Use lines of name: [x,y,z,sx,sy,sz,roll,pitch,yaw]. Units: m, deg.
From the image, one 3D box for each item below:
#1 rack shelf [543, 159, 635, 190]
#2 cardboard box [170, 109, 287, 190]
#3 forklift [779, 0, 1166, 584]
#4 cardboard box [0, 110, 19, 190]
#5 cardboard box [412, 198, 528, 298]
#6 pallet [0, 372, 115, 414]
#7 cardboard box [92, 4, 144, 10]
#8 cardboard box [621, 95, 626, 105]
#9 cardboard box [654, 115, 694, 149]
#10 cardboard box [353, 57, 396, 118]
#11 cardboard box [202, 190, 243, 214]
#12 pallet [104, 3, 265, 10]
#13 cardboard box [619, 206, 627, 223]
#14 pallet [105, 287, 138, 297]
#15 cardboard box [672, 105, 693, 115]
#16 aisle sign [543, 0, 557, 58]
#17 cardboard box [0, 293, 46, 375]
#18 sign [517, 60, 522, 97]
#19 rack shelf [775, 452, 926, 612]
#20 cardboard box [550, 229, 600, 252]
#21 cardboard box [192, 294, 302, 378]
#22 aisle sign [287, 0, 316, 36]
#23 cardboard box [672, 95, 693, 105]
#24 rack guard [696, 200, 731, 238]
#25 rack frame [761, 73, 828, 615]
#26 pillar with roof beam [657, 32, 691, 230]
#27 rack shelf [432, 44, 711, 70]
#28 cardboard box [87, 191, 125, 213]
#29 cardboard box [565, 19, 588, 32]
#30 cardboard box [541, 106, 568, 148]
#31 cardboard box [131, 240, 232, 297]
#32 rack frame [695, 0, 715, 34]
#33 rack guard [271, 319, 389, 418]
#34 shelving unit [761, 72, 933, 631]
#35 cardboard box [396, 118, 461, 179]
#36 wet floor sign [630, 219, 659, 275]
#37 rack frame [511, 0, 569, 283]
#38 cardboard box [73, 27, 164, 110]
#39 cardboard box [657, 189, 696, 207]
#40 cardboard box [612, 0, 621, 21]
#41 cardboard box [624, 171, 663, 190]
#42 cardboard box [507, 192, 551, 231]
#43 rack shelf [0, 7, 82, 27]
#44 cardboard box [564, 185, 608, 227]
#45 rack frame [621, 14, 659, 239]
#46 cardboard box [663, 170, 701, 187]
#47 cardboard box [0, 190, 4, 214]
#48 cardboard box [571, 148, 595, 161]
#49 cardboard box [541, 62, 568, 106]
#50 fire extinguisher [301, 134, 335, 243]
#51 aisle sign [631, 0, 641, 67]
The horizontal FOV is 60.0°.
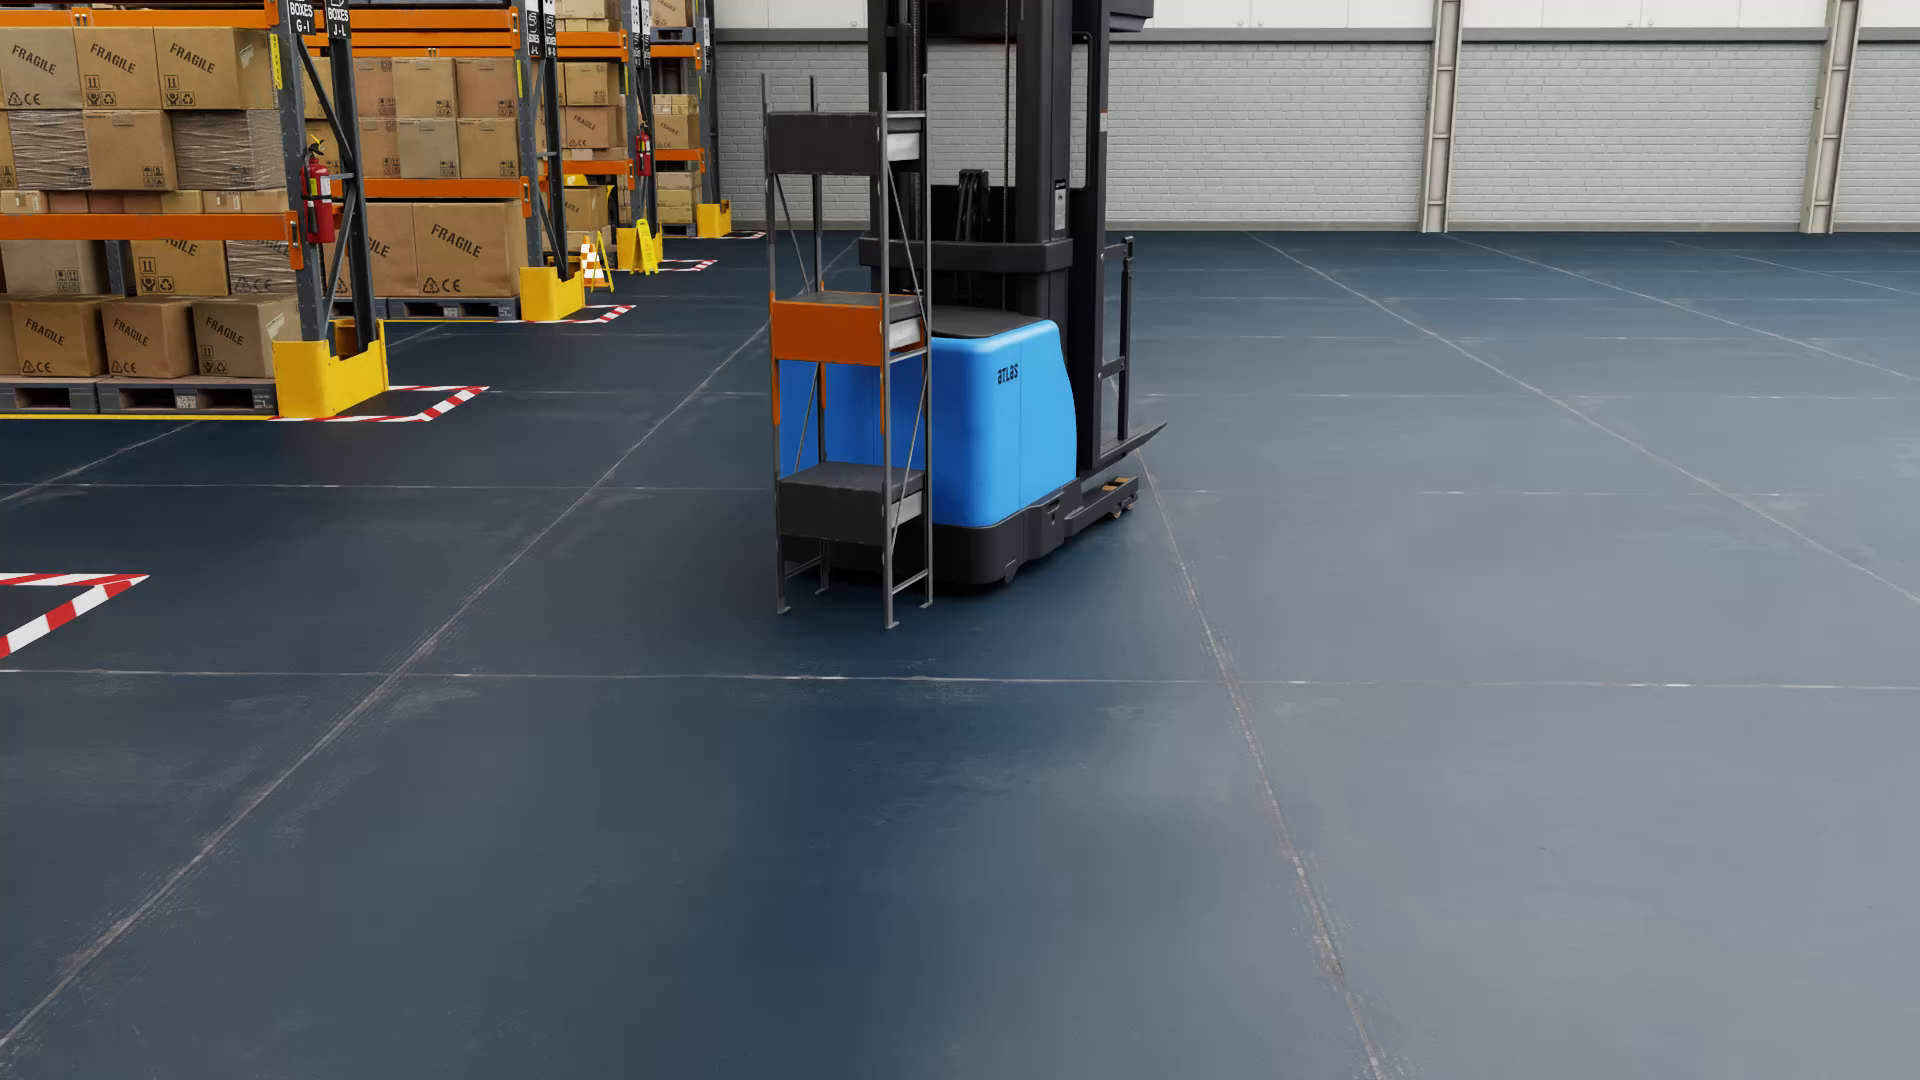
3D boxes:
rack shelf: [-5.949,-4.586,20.751,4.000,0.370,1.077,0,15,1]
cardboard box: [-4.752,-2.596,11.020,0.500,0.500,0.875,0,15,1]
forklift: [0.257,-1.563,8.019,1.130,2.935,3.031,7,16,23]
cardboard box: [-6.253,-2.589,10.994,0.500,0.500,0.875,0,15,1]
cardboard box: [-4.655,-2.821,15.993,0.875,0.875,0.875,0,15,2]
pallet: [-6.307,-1.068,11.475,1.213,0.211,1.003,0,15,1]
cardboard box: [-10.422,-6.470,20.401,0.637,0.503,0.797,0,15,1]
cardboard box: [-4.947,-6.650,25.114,0.250,0.149,0.380,0,15,2]
cardboard box: [-4.326,-6.171,25.153,0.500,0.500,0.500,0,15,0]
cardboard box: [-5.454,-4.283,15.782,0.550,0.550,0.875,0,15,1]
cardboard box: [-4.743,-2.223,10.877,0.250,0.149,0.380,0,15,1]
pallet: [-7.156,-5.083,15.519,1.213,0.211,1.003,0,15,1]
cardboard box: [-5.301,-4.993,25.453,0.500,0.250,0.500,1,15,2]
pallet: [-8.747,-2.321,16.223,1.213,0.211,1.003,0,15,1]
cardboard box: [-4.181,-6.479,25.050,0.250,0.149,0.380,1,15,2]
aisle sign: [-3.897,-4.990,15.779,0.004,0.787,0.394,0,15,1]
cardboard box: [-6.608,-1.415,11.400,0.500,0.500,0.500,-1,15,-4]
sign: [-4.003,-4.193,15.120,0.005,0.325,0.100,0,15,1]
rack shelf: [-0.425,-0.043,6.685,0.480,0.518,0.431,7,16,24]
cardboard box: [-4.789,-3.731,20.667,0.500,0.250,0.500,0,15,1]
cardboard box: [-4.827,-1.396,11.327,0.500,0.500,0.500,3,15,12]
aisle sign: [-4.149,-3.573,10.407,0.004,0.787,0.394,0,15,1]
cardboard box: [-4.190,-6.641,25.079,0.250,0.149,0.380,0,15,2]
rack guard: [-3.803,-4.977,25.726,0.348,0.500,1.175,0,15,1]
rack frame: [-0.647,-0.759,6.601,0.015,2.100,0.400,7,16,24]
pillar with roof beam: [-4.610,-8.223,21.369,0.400,9.000,9.100,0,15,1]
rack shelf: [-5.826,-7.302,25.166,4.000,0.370,1.077,0,15,1]
cardboard box: [-5.493,-2.229,10.901,0.250,0.149,0.380,0,15,1]
cardboard box: [-4.563,-6.173,19.972,0.250,0.149,0.380,0,15,2]
cardboard box: [-5.000,-5.050,20.323,0.500,0.500,0.500,0,15,2]
cardboard box: [-7.347,-2.837,16.055,0.875,0.875,0.875,1,15,2]
rack frame: [-3.827,-9.087,24.642,0.127,3.000,1.000,0,15,1]
rack guard: [-4.279,-1.185,11.351,0.348,0.500,1.175,0,15,1]
shelving unit: [-0.425,-0.733,6.503,0.503,2.100,0.431,7,16,24]
cardboard box: [-4.898,-3.719,15.761,0.550,0.550,0.875,0,15,1]
wet floor sign: [-3.787,-3.508,19.871,0.232,0.644,0.267,6,16,21]
rack frame: [-3.975,-3.657,15.822,0.127,3.000,1.000,0,15,1]
cardboard box: [-5.259,-3.011,10.634,0.500,0.500,0.500,0,15,1]
cardboard box: [-4.321,-5.225,25.351,0.500,0.250,0.500,0,15,1]
cardboard box: [-4.446,-6.513,20.478,0.500,0.250,0.500,0,15,0]
cardboard box: [-4.806,-5.468,25.294,0.500,0.250,0.500,1,15,2]
cardboard box: [-5.279,-4.098,20.588,0.500,0.500,0.500,1,15,4]
rack shelf: [-9.973,-4.799,15.680,4.000,0.370,1.077,0,15,1]
cardboard box: [-4.773,-4.232,21.098,0.500,0.500,0.500,0,15,0]
rack frame: [-3.950,-4.920,20.610,0.127,3.000,1.000,0,15,1]
cardboard box: [-4.303,-5.595,25.772,0.500,0.250,0.500,0,15,1]
cardboard box: [-6.244,-2.223,10.879,0.250,0.149,0.380,0,15,1]
cardboard box: [-4.585,-4.720,20.343,0.250,0.149,0.380,0,15,1]
cardboard box: [-4.972,-5.549,20.253,0.500,0.500,0.700,1,15,2]
fire extinguisher: [-4.100,-2.237,10.592,0.183,0.674,0.296,0,15,1]
aisle sign: [-3.895,-6.103,19.996,0.004,0.787,0.394,0,15,1]
